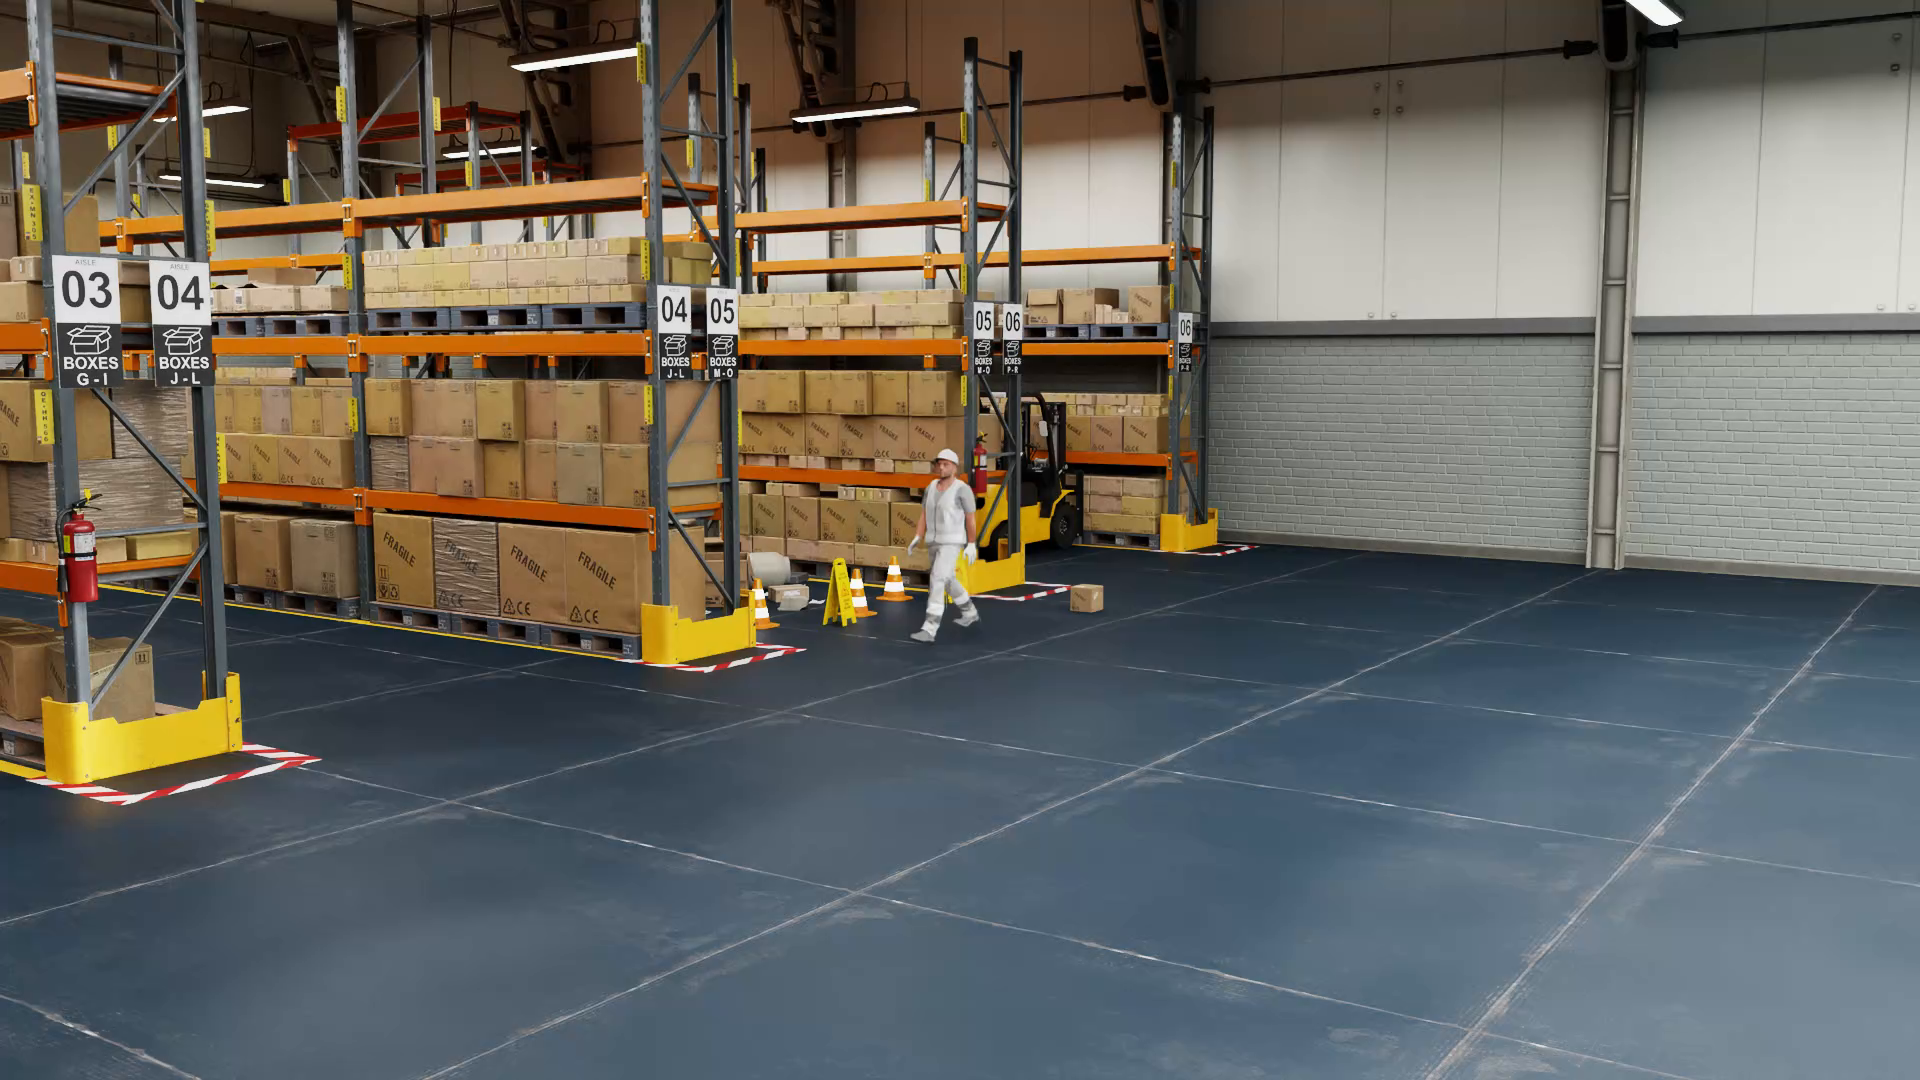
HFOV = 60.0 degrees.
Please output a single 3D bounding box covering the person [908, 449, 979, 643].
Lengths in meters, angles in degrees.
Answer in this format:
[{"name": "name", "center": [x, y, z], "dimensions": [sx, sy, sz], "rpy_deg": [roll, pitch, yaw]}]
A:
[{"name": "person", "center": [-0.150, 0.038, 15.276], "dimensions": [0.530, 1.743, 1.074], "rpy_deg": [6, 8, 42]}]
